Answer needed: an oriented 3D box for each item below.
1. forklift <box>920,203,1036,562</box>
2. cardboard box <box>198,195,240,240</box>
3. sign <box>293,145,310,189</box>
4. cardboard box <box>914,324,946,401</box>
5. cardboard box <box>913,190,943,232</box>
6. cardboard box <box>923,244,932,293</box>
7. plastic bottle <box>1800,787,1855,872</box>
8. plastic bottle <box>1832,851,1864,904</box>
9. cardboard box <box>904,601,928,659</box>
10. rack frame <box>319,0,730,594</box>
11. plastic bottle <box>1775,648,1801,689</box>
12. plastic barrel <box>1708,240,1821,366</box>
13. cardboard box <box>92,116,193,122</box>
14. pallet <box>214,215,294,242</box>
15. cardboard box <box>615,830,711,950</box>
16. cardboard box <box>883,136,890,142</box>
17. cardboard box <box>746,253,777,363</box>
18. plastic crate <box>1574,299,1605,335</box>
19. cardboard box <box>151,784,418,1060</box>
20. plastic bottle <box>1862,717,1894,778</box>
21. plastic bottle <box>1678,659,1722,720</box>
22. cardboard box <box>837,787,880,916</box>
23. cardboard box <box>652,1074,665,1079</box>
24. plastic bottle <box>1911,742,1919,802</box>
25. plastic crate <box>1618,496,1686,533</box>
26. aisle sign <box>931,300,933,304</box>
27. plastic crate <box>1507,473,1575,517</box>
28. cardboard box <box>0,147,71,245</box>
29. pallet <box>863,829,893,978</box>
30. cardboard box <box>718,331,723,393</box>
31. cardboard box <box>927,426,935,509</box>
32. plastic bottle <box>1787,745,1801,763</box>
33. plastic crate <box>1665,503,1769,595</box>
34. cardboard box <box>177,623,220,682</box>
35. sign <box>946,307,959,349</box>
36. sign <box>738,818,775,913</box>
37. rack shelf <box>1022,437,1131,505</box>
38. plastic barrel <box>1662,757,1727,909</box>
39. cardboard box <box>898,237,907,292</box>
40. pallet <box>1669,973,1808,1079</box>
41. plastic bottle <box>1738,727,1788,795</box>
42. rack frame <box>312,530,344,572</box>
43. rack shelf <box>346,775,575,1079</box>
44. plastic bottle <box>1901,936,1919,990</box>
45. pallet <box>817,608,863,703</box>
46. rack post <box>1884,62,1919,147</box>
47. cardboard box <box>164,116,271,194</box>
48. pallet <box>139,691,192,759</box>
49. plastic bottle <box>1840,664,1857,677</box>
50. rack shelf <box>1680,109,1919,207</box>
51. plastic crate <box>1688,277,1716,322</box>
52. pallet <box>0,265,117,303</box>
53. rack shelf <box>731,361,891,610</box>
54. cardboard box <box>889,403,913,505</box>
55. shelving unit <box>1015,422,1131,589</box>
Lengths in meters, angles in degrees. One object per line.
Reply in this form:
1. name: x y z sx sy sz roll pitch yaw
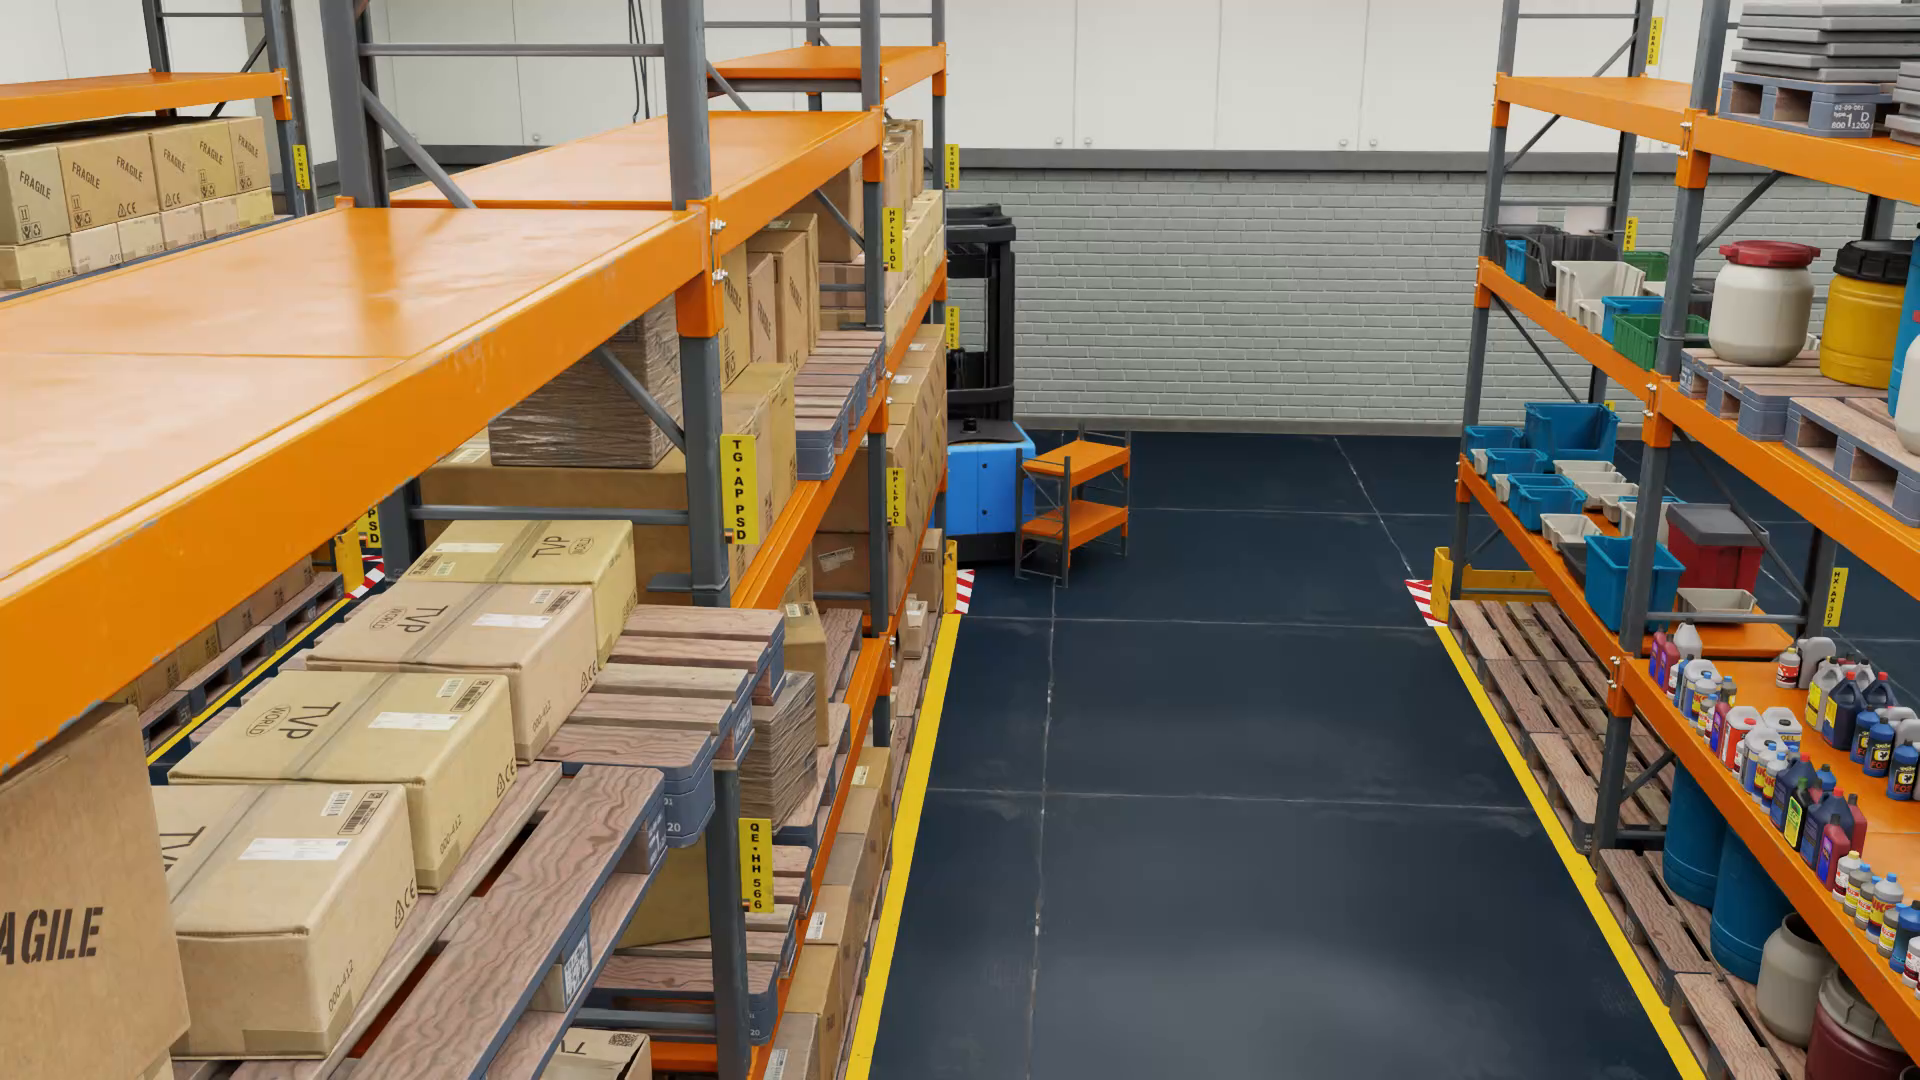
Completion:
1. forklift: -0.099 -1.612 15.136 1.130 2.935 3.031 -3 18 -9
2. cardboard box: -5.376 -2.249 11.559 0.500 0.250 0.500 1 18 2
3. sign: -5.012 -2.835 12.646 0.100 0.325 0.005 1 18 4
4. cardboard box: -0.369 -1.312 12.343 0.500 0.500 0.500 1 18 3
5. cardboard box: -0.394 -2.360 11.929 0.500 0.250 0.500 1 18 4
6. cardboard box: -0.455 -1.812 11.059 0.500 0.250 0.500 1 18 4
7. plastic bottle: 3.494 1.147 6.683 0.144 0.351 0.185 1 18 4
8. plastic bottle: 3.451 1.303 6.448 0.097 0.201 0.097 0 18 0
9. cardboard box: -0.502 0.633 11.884 0.500 0.250 0.500 1 18 4
10. rack frame: -1.185 -1.300 4.438 1.000 3.000 0.127 1 18 4
11. plastic bottle: 4.211 0.647 8.449 0.097 0.201 0.097 0 18 0
12. plastic barrel: 3.755 -1.111 7.788 0.433 0.535 0.433 0 18 0
13. cardboard box: -5.845 -2.779 11.972 0.500 0.500 0.500 1 18 2
14. pallet: -5.595 -2.196 12.132 1.003 0.211 1.213 1 18 4
15. cardboard box: -1.252 1.106 5.896 0.700 0.500 0.500 -5 19 -15
16. cardboard box: -0.810 -2.258 10.412 0.700 0.500 0.500 1 18 4
17. cardboard box: -1.100 -0.842 6.863 0.600 0.600 0.600 1 18 2
18. plastic crate: 3.754 -1.283 9.628 0.293 0.136 0.466 1 18 4
19. cardboard box: -1.273 0.647 2.880 0.500 0.250 0.500 0 18 -1
20. plastic bottle: 4.139 0.926 7.486 0.097 0.271 0.097 0 18 0
21. plastic bottle: 3.603 0.728 8.083 0.152 0.276 0.135 1 18 4
22. cardboard box: -0.691 1.600 8.529 0.500 0.500 0.500 1 18 4
23. cardboard box: -1.352 1.860 6.533 0.500 0.250 0.500 2 18 6
24. plastic bottle: 4.248 0.993 7.275 0.152 0.276 0.135 1 18 4
25. plastic crate: 4.438 -0.127 10.667 0.416 0.233 0.300 1 18 4
26. aisle sign: -0.301 -2.183 12.594 0.394 0.787 0.004 1 18 4
27. plastic crate: 3.889 -0.293 11.171 0.416 0.233 0.300 1 18 4
28. cardboard box: -5.508 -1.974 9.513 0.500 0.500 0.500 1 18 3
29. pallet: -0.918 1.887 8.825 1.003 0.211 1.213 1 18 4
30. cardboard box: -1.110 -0.691 5.631 0.500 0.500 0.500 1 18 4
31. cardboard box: -0.447 -0.520 11.532 0.500 0.500 0.500 1 18 4
32. plastic bottle: 3.672 1.007 7.353 0.097 0.201 0.097 0 18 0
33. plastic crate: 4.357 0.090 9.633 0.402 0.464 0.583 1 18 4
34. cardboard box: -5.605 0.642 11.486 0.700 0.500 0.500 2 18 5
35. sign: -0.059 -1.616 12.669 0.100 0.325 0.005 1 18 4
36. sign: -0.631 1.012 5.158 0.100 0.325 0.005 1 18 4
37. rack shelf: 0.959 -0.588 13.970 0.538 0.278 1.000 12 22 32
38. plastic barrel: 3.987 1.387 8.570 0.600 0.901 0.708 1 18 4
39. cardboard box: -0.581 -1.584 9.560 0.500 0.250 0.500 1 18 4
40. pallet: 3.861 2.364 7.369 1.003 0.211 1.213 1 18 4
41. plastic bottle: 3.546 0.974 7.332 0.152 0.276 0.135 1 18 4
42. rack frame: -5.552 -1.043 13.289 1.000 3.000 0.127 1 18 4
43. rack shelf: -1.328 1.089 3.122 1.077 0.370 4.000 1 18 4
44. plastic bottle: 3.409 1.485 5.894 0.097 0.201 0.097 0 18 0
45. pallet: -1.064 0.646 8.444 1.003 0.211 1.213 1 18 4
46. rack post: 4.024 -1.561 6.039 0.937 0.300 0.954 3 18 10
47. cardboard box: -5.333 -2.767 11.935 0.500 0.500 0.500 1 18 4
48. pallet: -5.706 1.290 10.648 1.003 0.211 1.213 1 18 4
49. plastic bottle: 4.310 0.722 8.100 0.152 0.276 0.135 1 18 4
50. rack shelf: 3.899 -1.277 6.167 1.077 0.370 4.000 1 18 4
51. plastic crate: 4.405 -1.323 9.535 0.497 0.269 0.590 1 18 4
52. pallet: -5.770 -1.438 9.819 1.003 0.211 1.213 1 18 4
53. rack shelf: -1.041 -0.154 6.913 1.077 0.370 4.000 1 18 4
54. cardboard box: -0.547 -0.514 9.909 0.500 0.500 0.500 1 18 2
55. shelving unit: 0.959 -0.310 14.061 0.538 1.125 1.048 12 22 32
